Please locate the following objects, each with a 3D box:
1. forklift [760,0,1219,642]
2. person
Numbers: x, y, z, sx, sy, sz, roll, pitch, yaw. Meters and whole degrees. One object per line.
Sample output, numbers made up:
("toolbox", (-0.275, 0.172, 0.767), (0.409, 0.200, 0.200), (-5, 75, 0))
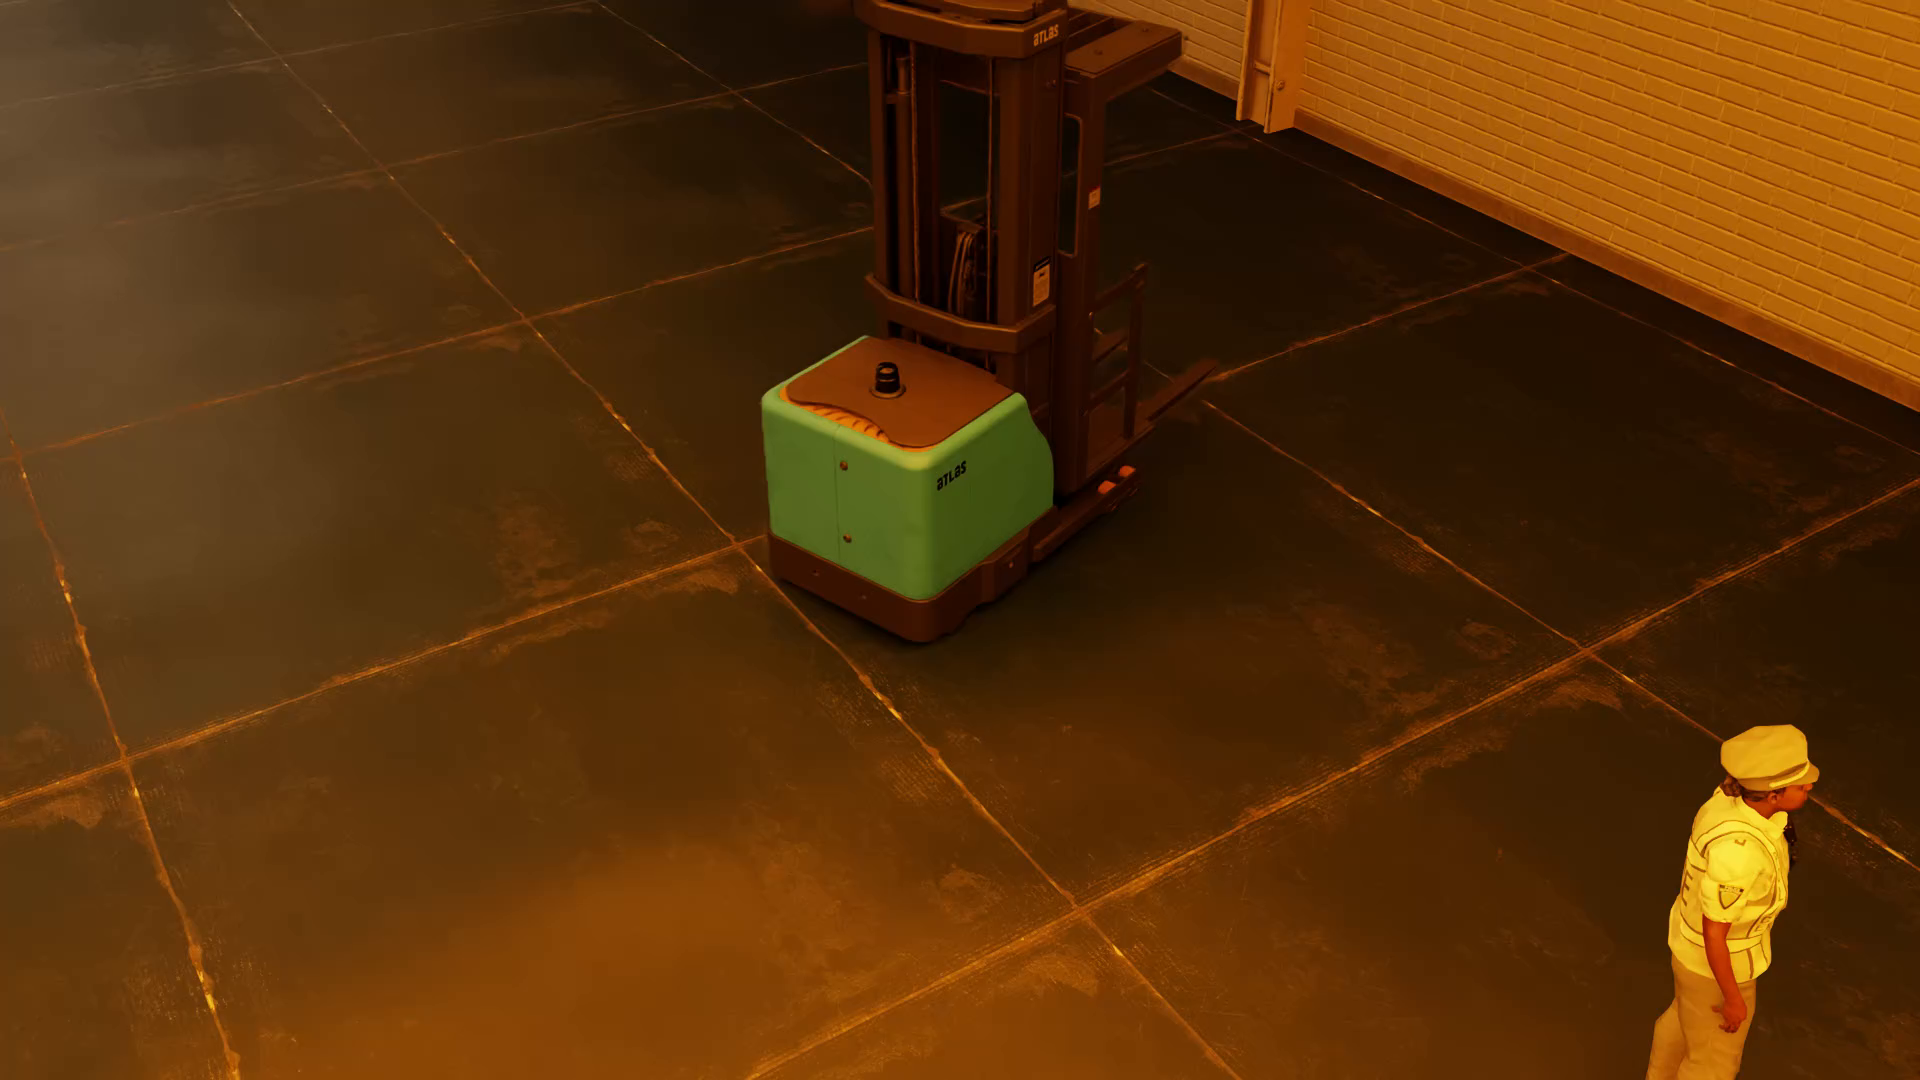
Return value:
("forklift", (0.341, -1.504, 8.288), (1.130, 2.935, 3.031), (24, 42, 30))
("person", (2.508, 1.329, 5.320), (0.530, 1.694, 0.569), (14, 38, 19))
